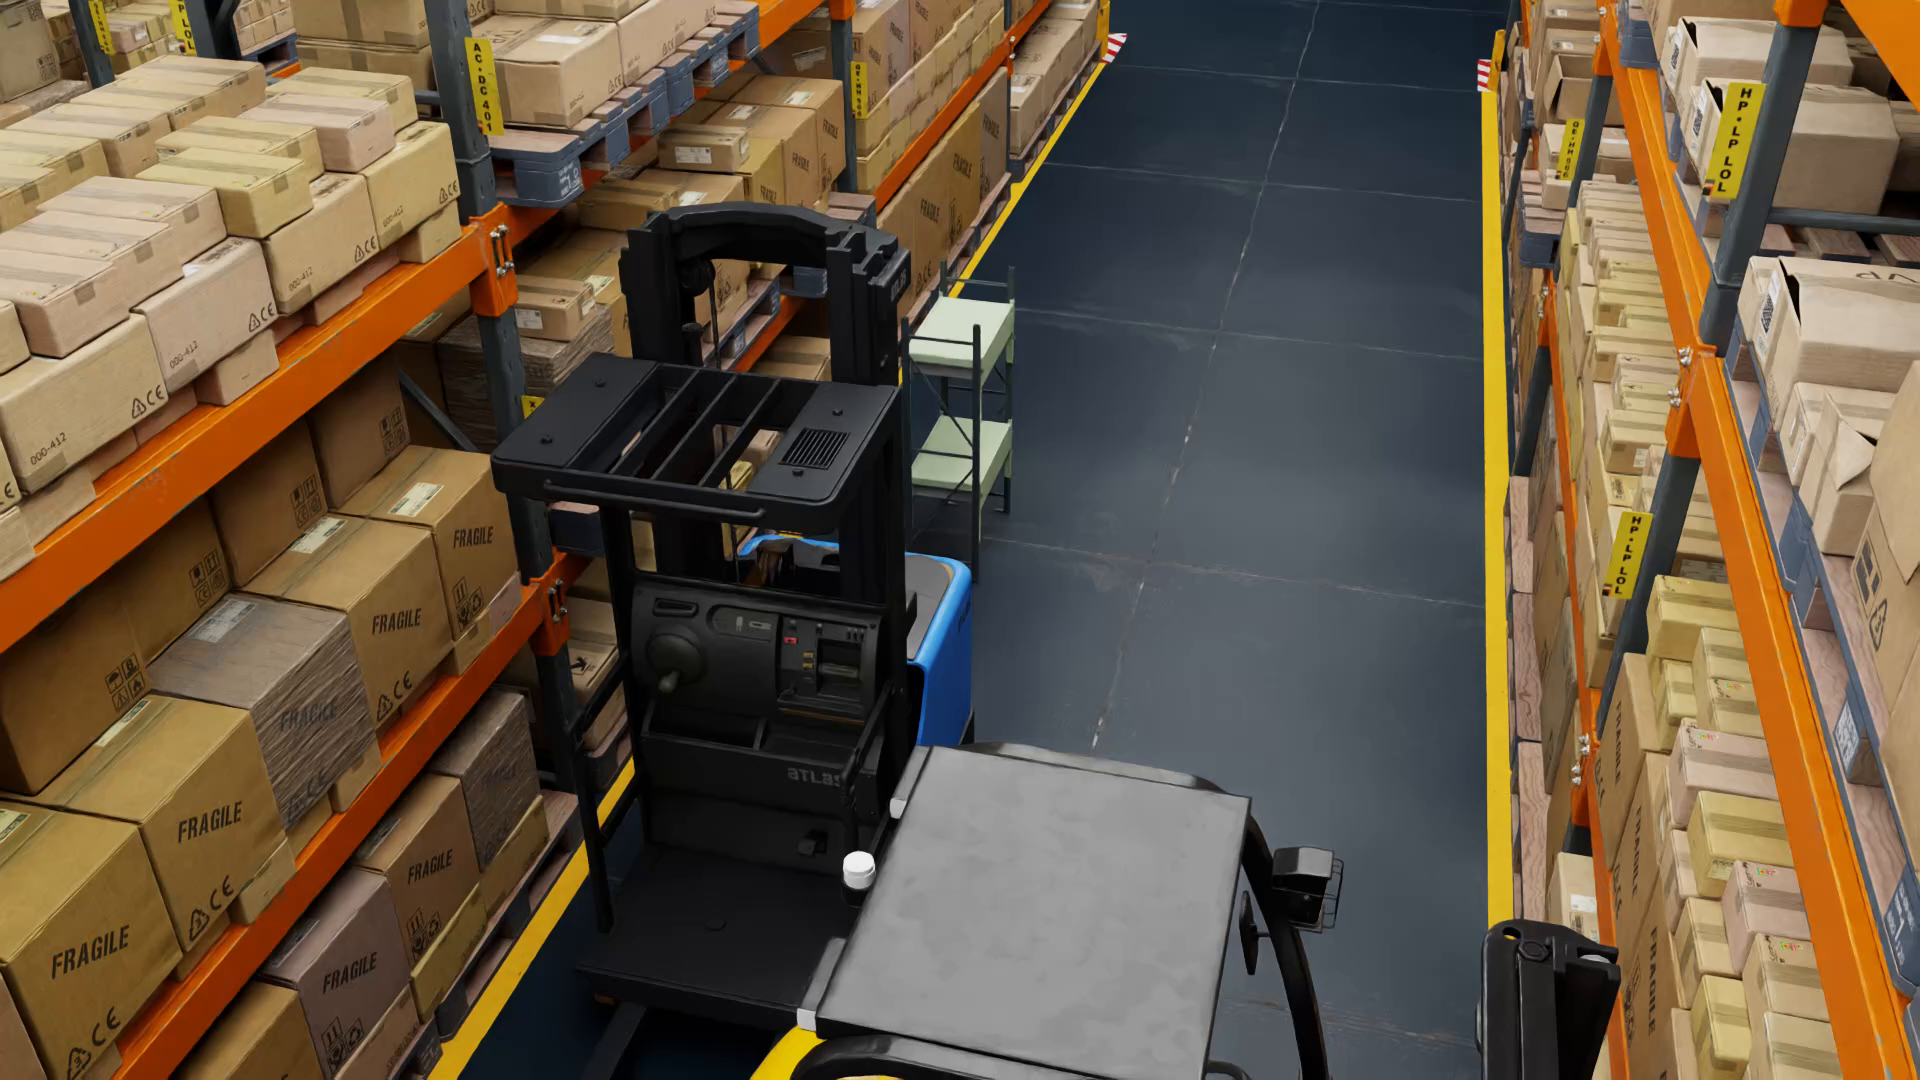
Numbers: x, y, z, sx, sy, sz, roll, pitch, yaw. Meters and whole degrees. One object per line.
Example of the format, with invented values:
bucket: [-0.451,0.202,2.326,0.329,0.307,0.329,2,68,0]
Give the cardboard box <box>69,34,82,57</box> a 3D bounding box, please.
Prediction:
cardboard box: [-6.166,-3.450,11.447,0.380,0.149,0.250,9,34,14]

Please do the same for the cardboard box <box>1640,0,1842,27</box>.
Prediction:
cardboard box: [3.248,-2.410,6.872,0.700,0.500,0.500,7,33,11]

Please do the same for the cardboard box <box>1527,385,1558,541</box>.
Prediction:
cardboard box: [3.527,-0.354,8.833,0.875,0.625,0.625,9,34,14]

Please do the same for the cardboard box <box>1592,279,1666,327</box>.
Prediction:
cardboard box: [3.016,-1.020,7.361,0.380,0.149,0.250,9,33,13]

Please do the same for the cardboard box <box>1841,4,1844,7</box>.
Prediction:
cardboard box: [3.763,-2.512,7.265,0.500,0.250,0.500,8,33,12]

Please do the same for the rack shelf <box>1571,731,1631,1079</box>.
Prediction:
rack shelf: [2.176,1.916,4.111,1.077,0.370,4.000,8,33,12]

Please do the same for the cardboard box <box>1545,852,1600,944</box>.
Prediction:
cardboard box: [2.258,1.344,5.579,0.500,0.250,0.500,8,33,12]

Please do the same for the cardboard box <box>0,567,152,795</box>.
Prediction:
cardboard box: [-2.788,0.312,4.661,0.700,0.500,0.500,8,33,12]

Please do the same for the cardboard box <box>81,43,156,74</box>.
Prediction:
cardboard box: [-5.600,-3.217,11.079,0.380,0.149,0.250,9,34,15]

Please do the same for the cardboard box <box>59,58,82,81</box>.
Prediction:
cardboard box: [-6.236,-3.186,11.309,0.380,0.149,0.250,9,33,13]

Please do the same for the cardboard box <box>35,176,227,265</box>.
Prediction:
cardboard box: [-2.237,-0.859,4.500,0.380,0.149,0.250,7,33,11]

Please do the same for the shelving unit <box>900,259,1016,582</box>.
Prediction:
shelving unit: [-0.002,-0.629,8.842,0.431,1.500,0.755,8,33,12]

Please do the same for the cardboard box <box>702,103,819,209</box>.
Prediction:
cardboard box: [-1.070,-1.976,8.801,0.500,0.500,0.500,7,33,12]

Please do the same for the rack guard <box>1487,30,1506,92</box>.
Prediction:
rack guard: [5.710,-4.558,15.954,1.175,0.500,0.348,8,33,12]

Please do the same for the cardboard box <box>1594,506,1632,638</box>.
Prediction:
cardboard box: [2.561,0.137,5.912,0.500,0.250,0.500,7,33,11]

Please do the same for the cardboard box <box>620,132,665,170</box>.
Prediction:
cardboard box: [-1.695,-1.770,8.476,0.500,0.500,0.500,9,33,13]

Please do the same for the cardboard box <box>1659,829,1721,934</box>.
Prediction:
cardboard box: [2.043,0.916,4.316,0.380,0.149,0.250,8,33,12]

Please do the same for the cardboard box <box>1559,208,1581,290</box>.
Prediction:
cardboard box: [3.326,-1.455,8.417,0.500,0.250,0.500,8,33,12]

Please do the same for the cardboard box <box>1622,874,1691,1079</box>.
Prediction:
cardboard box: [2.075,1.263,4.375,0.500,0.500,0.500,8,33,12]

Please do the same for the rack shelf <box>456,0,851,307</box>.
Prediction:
rack shelf: [-1.611,-2.099,7.631,1.077,0.370,4.000,8,33,12]

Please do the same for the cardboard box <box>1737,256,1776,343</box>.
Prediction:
cardboard box: [2.276,-0.613,4.372,0.380,0.149,0.250,9,33,13]

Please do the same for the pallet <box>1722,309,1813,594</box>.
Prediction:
pallet: [2.492,-0.208,4.067,1.003,0.211,1.213,8,33,12]

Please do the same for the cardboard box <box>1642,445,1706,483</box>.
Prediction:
cardboard box: [2.717,-0.205,6.079,0.380,0.149,0.250,8,33,12]

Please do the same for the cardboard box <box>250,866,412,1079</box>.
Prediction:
cardboard box: [-2.265,1.440,5.661,0.500,0.500,0.500,10,34,15]

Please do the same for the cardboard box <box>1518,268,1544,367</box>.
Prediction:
cardboard box: [3.866,-1.402,10.598,0.500,0.500,0.500,9,34,14]

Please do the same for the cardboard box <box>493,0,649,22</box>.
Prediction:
cardboard box: [-1.466,-2.199,6.399,0.500,0.250,0.500,7,33,11]

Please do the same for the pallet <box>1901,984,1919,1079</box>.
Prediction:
pallet: [1.873,1.058,2.076,1.003,0.211,1.213,8,33,12]

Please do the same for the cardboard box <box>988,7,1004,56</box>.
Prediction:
cardboard box: [0.042,-3.920,12.760,0.500,0.250,0.500,7,33,11]

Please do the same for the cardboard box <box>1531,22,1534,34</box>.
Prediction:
cardboard box: [4.638,-3.947,12.897,0.380,0.149,0.250,9,34,14]

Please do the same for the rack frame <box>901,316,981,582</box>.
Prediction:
rack frame: [-0.095,-0.440,8.543,0.400,1.500,0.023,8,33,12]

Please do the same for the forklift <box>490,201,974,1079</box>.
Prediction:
forklift: [-0.790,0.458,5.797,1.130,2.935,3.031,8,33,12]

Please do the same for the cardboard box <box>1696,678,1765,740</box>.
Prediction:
cardboard box: [2.281,0.540,4.630,0.380,0.149,0.250,7,33,11]

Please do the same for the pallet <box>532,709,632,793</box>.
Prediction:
pallet: [-1.922,0.673,7.994,1.003,0.211,1.213,8,33,12]

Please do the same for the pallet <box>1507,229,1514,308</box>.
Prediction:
pallet: [4.544,-1.973,12.156,1.003,0.211,1.213,8,33,12]

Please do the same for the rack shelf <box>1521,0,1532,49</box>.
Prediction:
rack shelf: [5.222,-4.311,13.906,1.077,0.370,4.000,8,33,12]

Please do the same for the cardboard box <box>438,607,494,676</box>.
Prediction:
cardboard box: [-1.962,0.345,6.145,0.380,0.149,0.250,9,33,13]

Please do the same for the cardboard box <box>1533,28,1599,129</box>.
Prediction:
cardboard box: [4.044,-2.900,10.531,0.700,0.500,0.500,8,33,12]

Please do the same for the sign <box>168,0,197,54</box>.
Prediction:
sign: [-2.656,-1.823,5.677,0.100,0.325,0.005,8,33,12]

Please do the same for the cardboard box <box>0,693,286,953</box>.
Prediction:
cardboard box: [-2.367,0.802,4.822,0.500,0.500,0.500,7,33,11]

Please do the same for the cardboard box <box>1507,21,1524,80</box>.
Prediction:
cardboard box: [5.482,-4.472,15.424,0.797,0.503,0.637,7,33,10]

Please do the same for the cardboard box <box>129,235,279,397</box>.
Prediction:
cardboard box: [-2.241,-0.637,4.522,0.500,0.250,0.500,7,33,12]

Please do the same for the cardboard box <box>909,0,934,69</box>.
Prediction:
cardboard box: [-0.479,-3.387,10.756,0.500,0.500,0.500,9,34,14]

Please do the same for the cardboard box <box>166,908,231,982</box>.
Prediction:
cardboard box: [-2.404,1.133,4.907,0.380,0.149,0.250,7,33,11]

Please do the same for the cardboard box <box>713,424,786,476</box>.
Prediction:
cardboard box: [-1.436,-0.567,9.404,0.950,0.372,0.625,7,33,11]

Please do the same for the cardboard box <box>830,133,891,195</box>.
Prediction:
cardboard box: [-0.736,-2.331,10.261,0.500,0.250,0.500,7,33,12]

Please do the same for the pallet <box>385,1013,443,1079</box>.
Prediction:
pallet: [-2.562,2.066,5.803,1.003,0.211,1.213,8,33,12]

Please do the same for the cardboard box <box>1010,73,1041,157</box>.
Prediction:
cardboard box: [0.175,-3.658,14.205,0.875,0.438,0.875,8,33,12]

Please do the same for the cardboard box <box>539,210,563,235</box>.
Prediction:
cardboard box: [-2.010,-1.493,7.436,0.380,0.149,0.250,7,33,10]

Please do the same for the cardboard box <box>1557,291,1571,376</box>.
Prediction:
cardboard box: [3.218,-0.980,8.136,0.500,0.250,0.500,7,33,11]

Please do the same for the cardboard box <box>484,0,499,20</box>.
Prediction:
cardboard box: [-1.977,-2.064,6.653,0.500,0.250,0.500,8,33,13]

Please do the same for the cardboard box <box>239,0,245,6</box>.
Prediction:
cardboard box: [-5.345,-3.877,11.840,0.380,0.149,0.250,10,34,15]

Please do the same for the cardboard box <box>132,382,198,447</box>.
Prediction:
cardboard box: [-2.326,-0.399,4.519,0.380,0.149,0.250,9,33,13]

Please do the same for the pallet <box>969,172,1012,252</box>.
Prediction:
pallet: [-0.211,-2.663,13.242,1.003,0.211,1.213,8,33,12]

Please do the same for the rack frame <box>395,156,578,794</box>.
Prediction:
rack frame: [-2.118,-0.099,6.610,1.000,3.000,0.127,8,33,12]

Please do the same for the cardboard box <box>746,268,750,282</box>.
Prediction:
cardboard box: [-1.291,-1.371,8.453,0.380,0.149,0.250,8,33,13]

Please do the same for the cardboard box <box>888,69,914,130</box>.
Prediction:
cardboard box: [-0.604,-2.820,10.564,0.500,0.250,0.500,9,33,14]

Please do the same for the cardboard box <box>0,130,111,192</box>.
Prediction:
cardboard box: [-2.720,-1.069,4.831,0.380,0.149,0.250,8,33,12]
